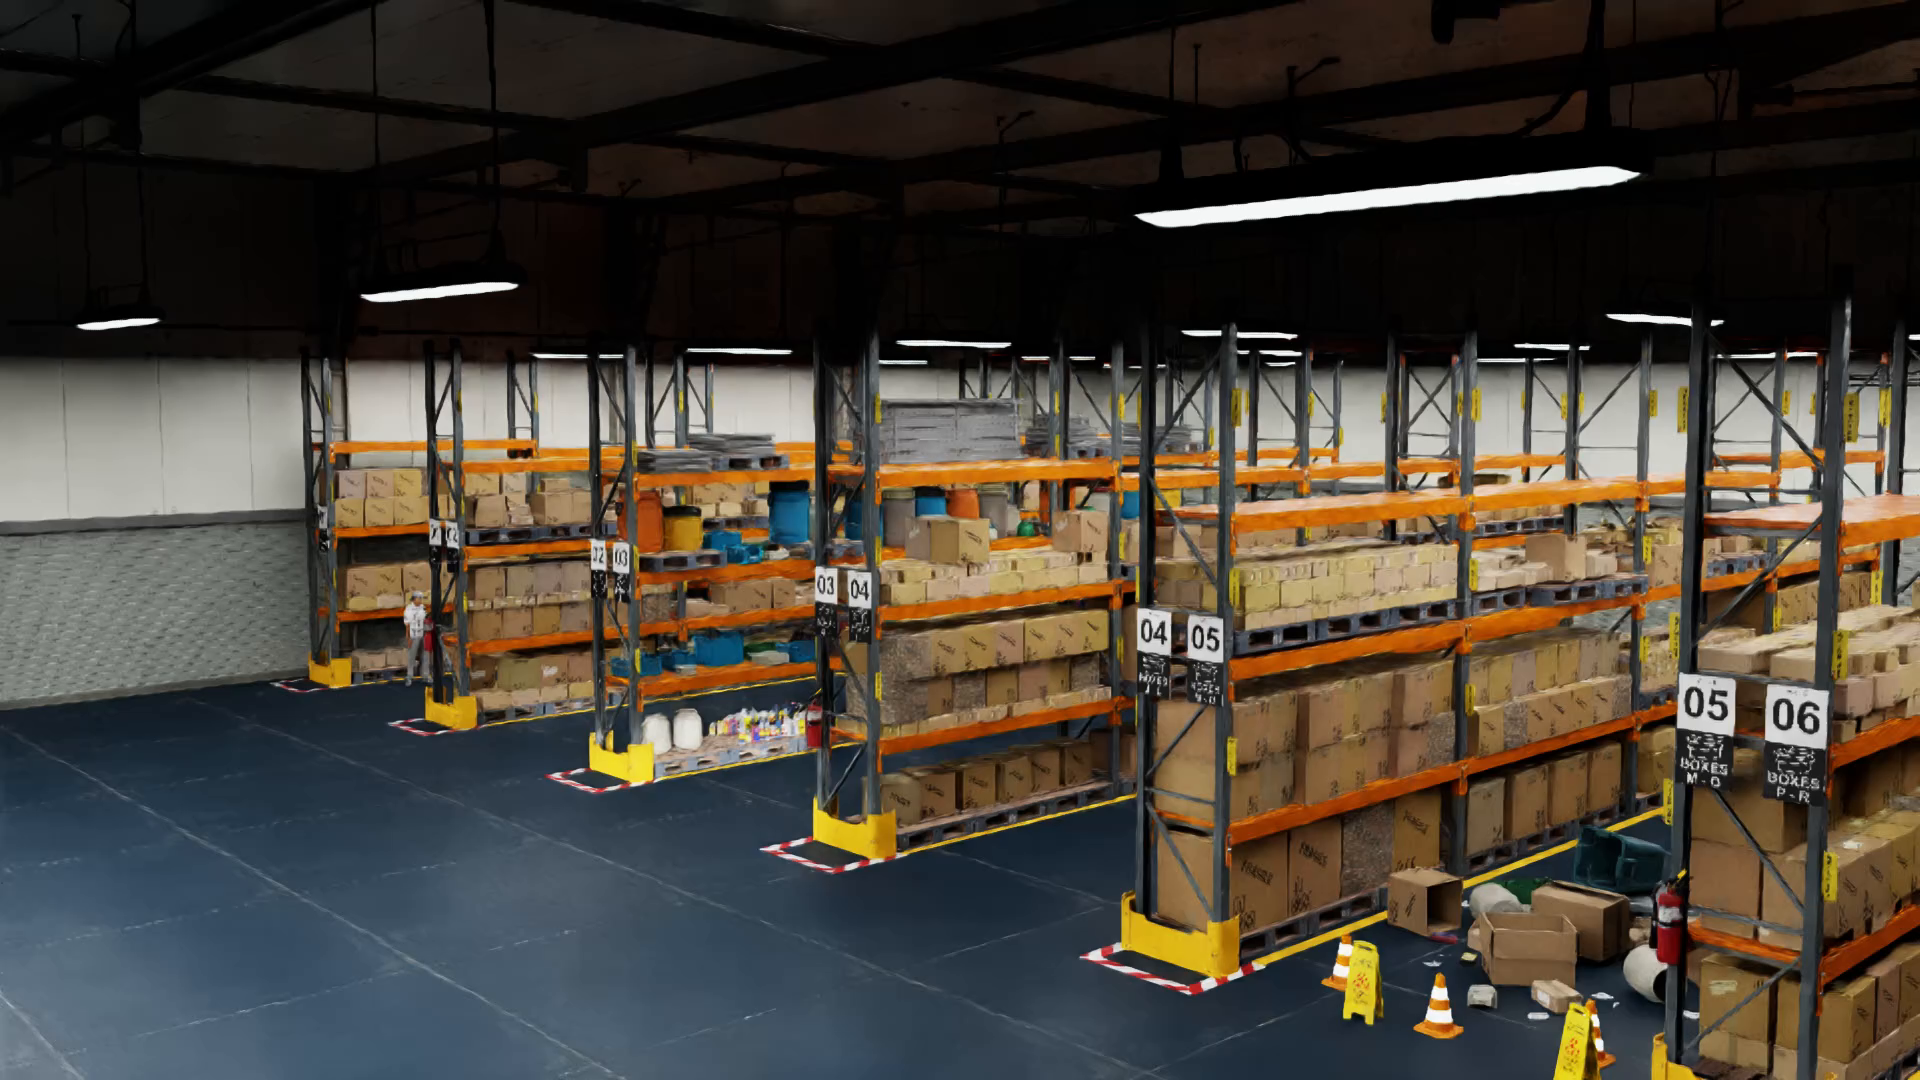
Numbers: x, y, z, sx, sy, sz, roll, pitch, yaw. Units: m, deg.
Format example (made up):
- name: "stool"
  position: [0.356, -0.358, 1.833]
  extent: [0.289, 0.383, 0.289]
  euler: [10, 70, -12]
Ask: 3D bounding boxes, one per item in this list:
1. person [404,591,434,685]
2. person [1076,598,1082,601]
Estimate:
- name: "person"
  position: [-9.623, 1.724, 29.528]
  extent: [0.396, 1.664, 0.601]
  euler: [3, 6, 31]
- name: "person"
  position: [2.522, 1.438, 32.749]
  extent: [0.719, 1.714, 0.578]
  euler: [5, 7, 45]
